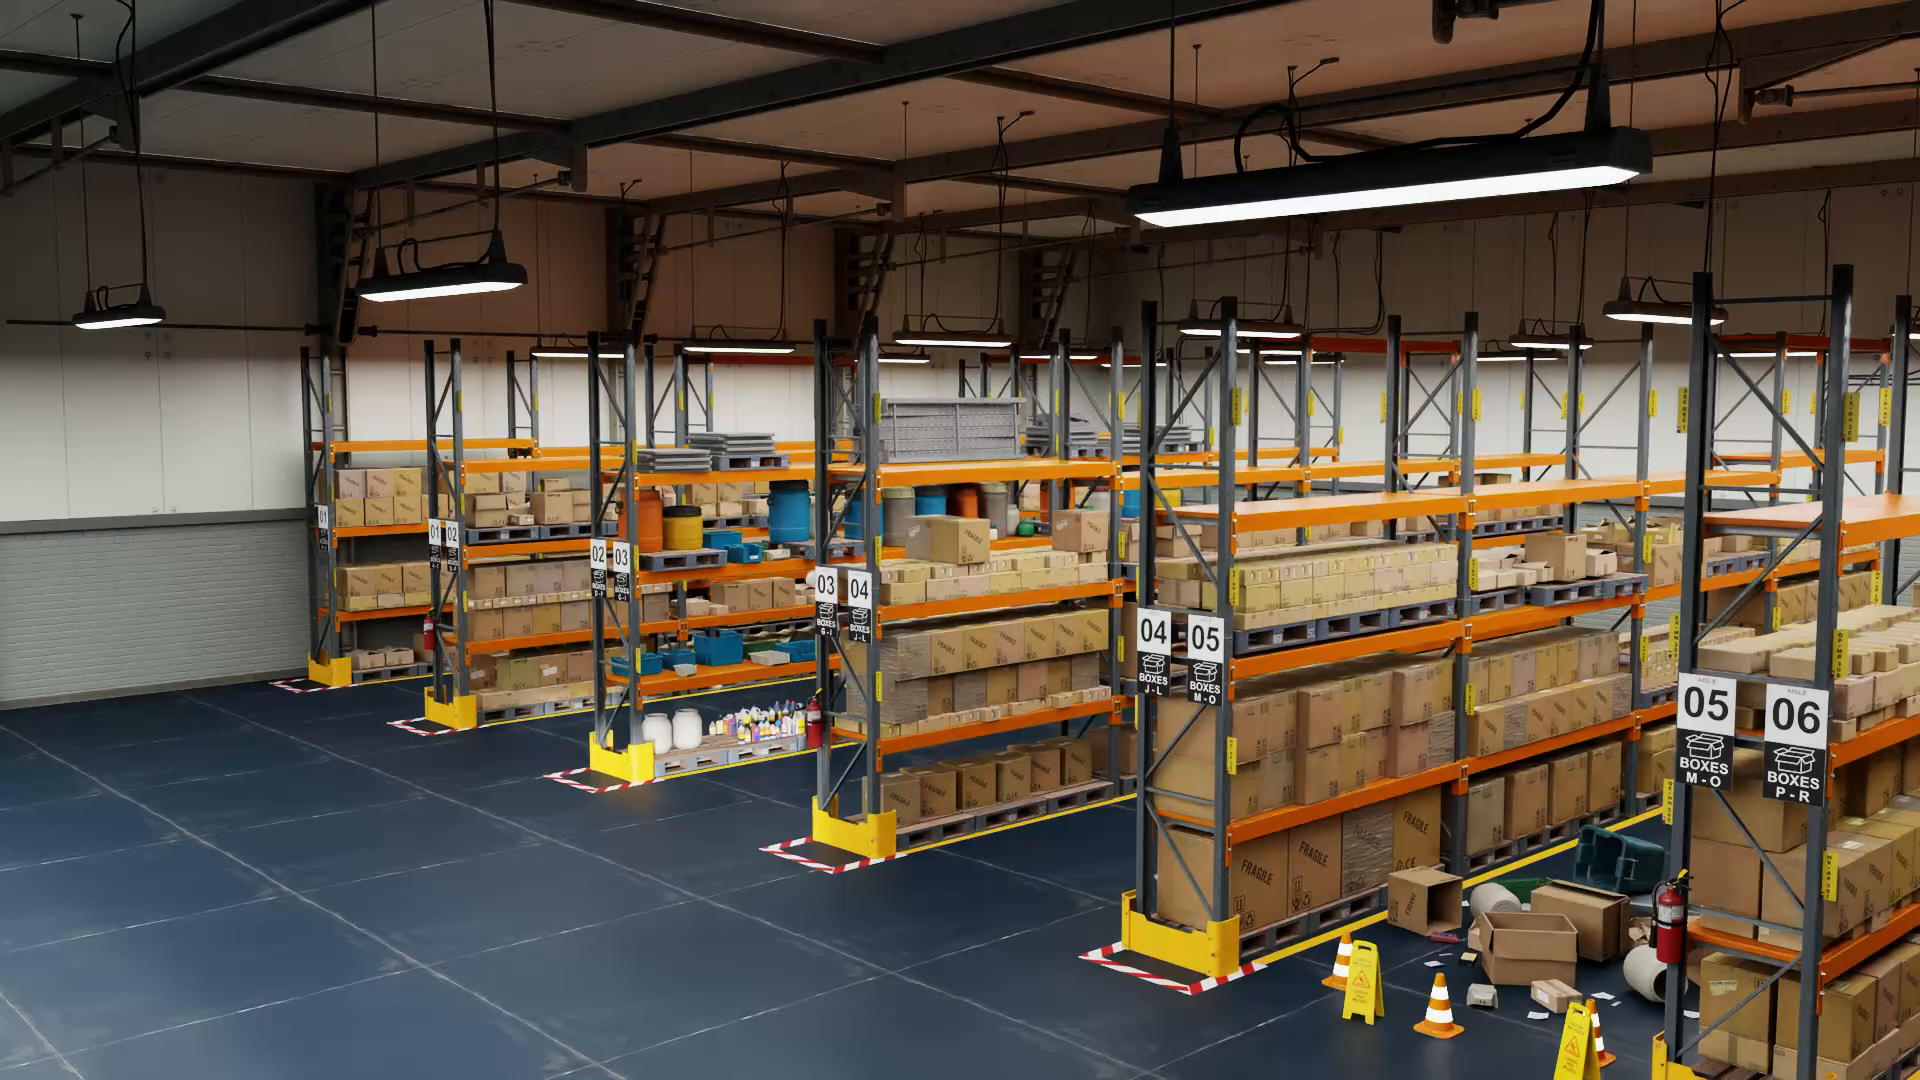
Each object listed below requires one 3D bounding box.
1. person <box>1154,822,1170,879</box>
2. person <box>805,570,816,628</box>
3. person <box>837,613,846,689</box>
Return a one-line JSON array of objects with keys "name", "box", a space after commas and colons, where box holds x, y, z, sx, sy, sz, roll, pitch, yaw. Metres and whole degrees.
[{"name": "person", "box": [2.311, 2.770, 17.696, 0.376, 1.677, 0.480, 3, 6, 28]}, {"name": "person", "box": [-3.005, 1.223, 34.956, 0.513, 1.718, 1.033, 4, 6, 39]}, {"name": "person", "box": [-2.233, 1.762, 29.080, 0.521, 1.677, 0.417, 0, 5, -4]}]
